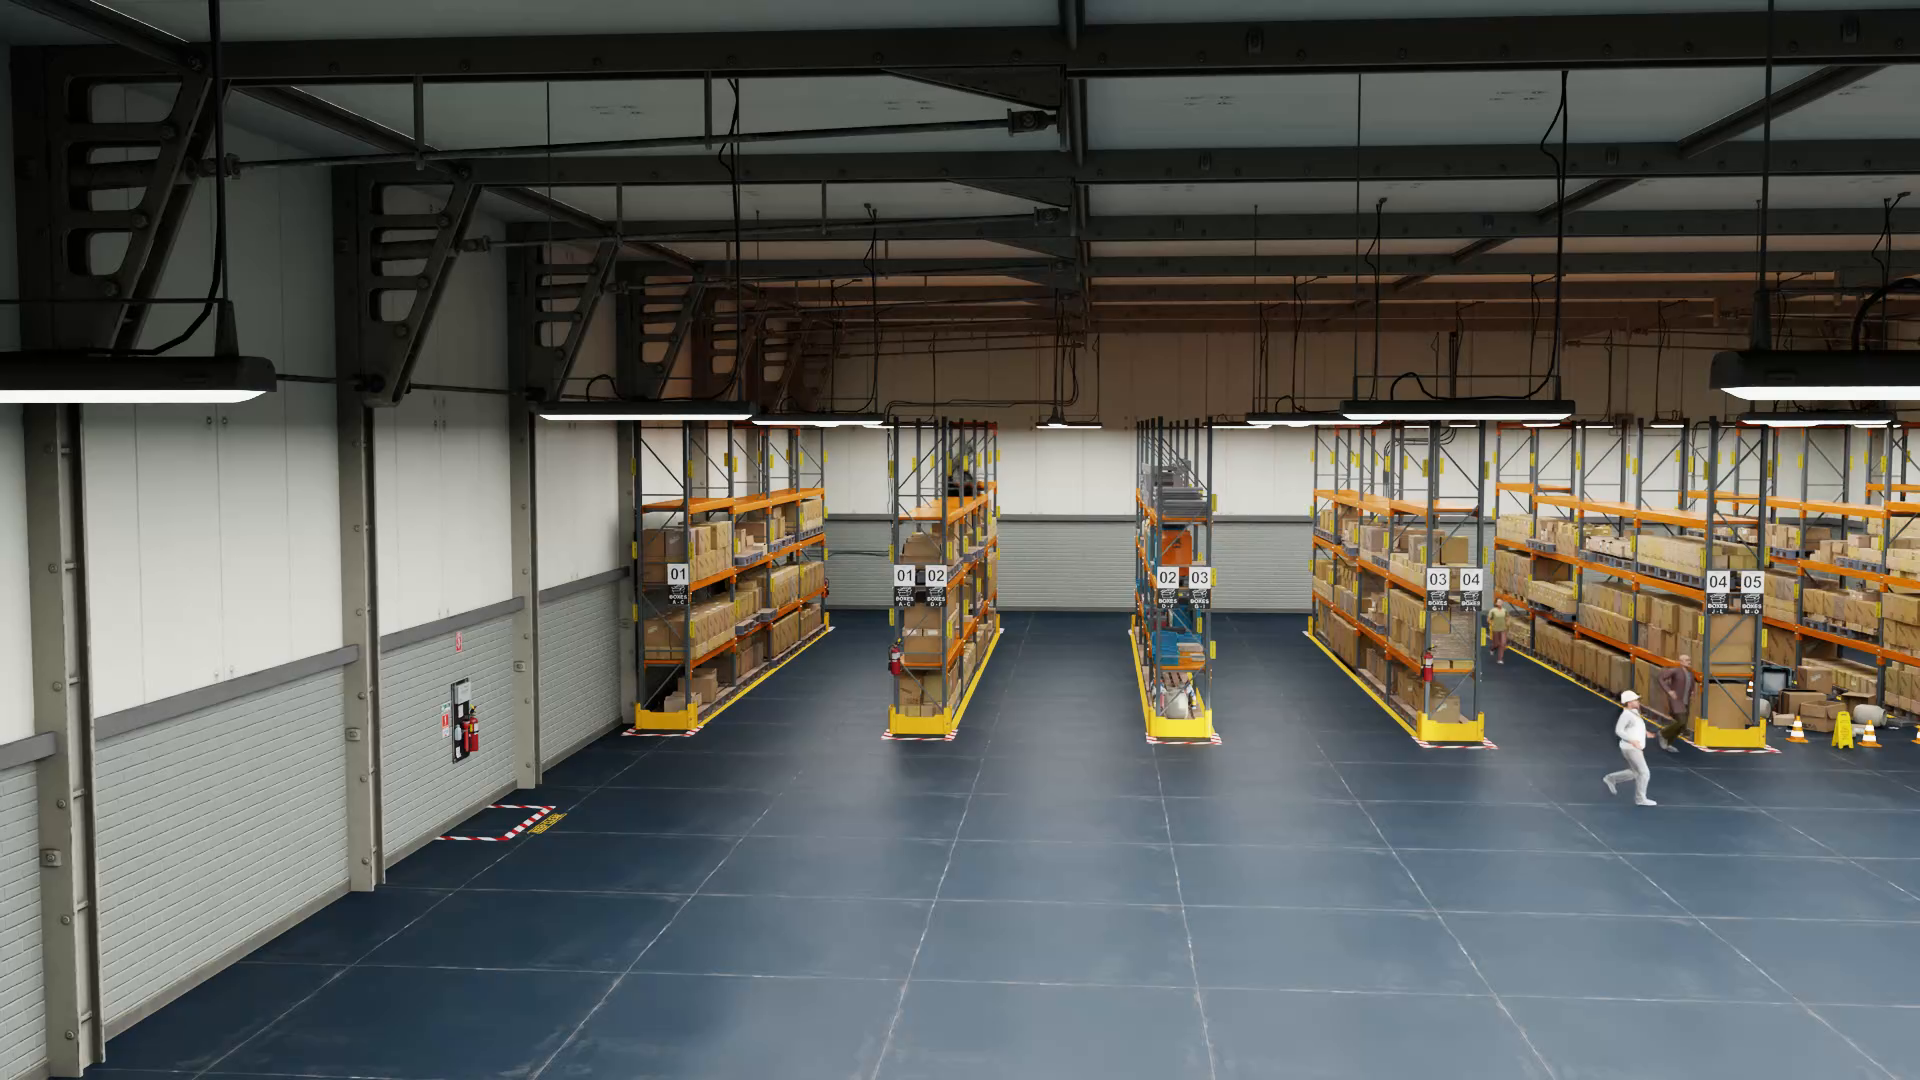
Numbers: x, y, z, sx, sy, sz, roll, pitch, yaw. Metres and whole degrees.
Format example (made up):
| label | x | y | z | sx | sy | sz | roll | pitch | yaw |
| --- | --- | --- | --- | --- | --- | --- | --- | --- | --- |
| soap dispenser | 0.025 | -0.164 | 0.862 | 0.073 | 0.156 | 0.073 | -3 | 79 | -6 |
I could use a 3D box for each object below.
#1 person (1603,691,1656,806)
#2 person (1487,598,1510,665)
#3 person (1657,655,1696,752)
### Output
| label | x | y | z | sx | sy | sz | roll | pitch | yaw |
| --- | --- | --- | --- | --- | --- | --- | --- | --- | --- |
| person | 10.293 | 3.186 | 25.539 | 0.803 | 1.739 | 0.668 | 2 | 4 | 32 |
| person | 13.324 | 2.235 | 41.073 | 0.593 | 1.631 | 0.806 | 0 | 4 | 2 |
| person | 12.886 | 2.918 | 29.748 | 0.699 | 1.741 | 0.600 | -2 | 4 | -25 |
